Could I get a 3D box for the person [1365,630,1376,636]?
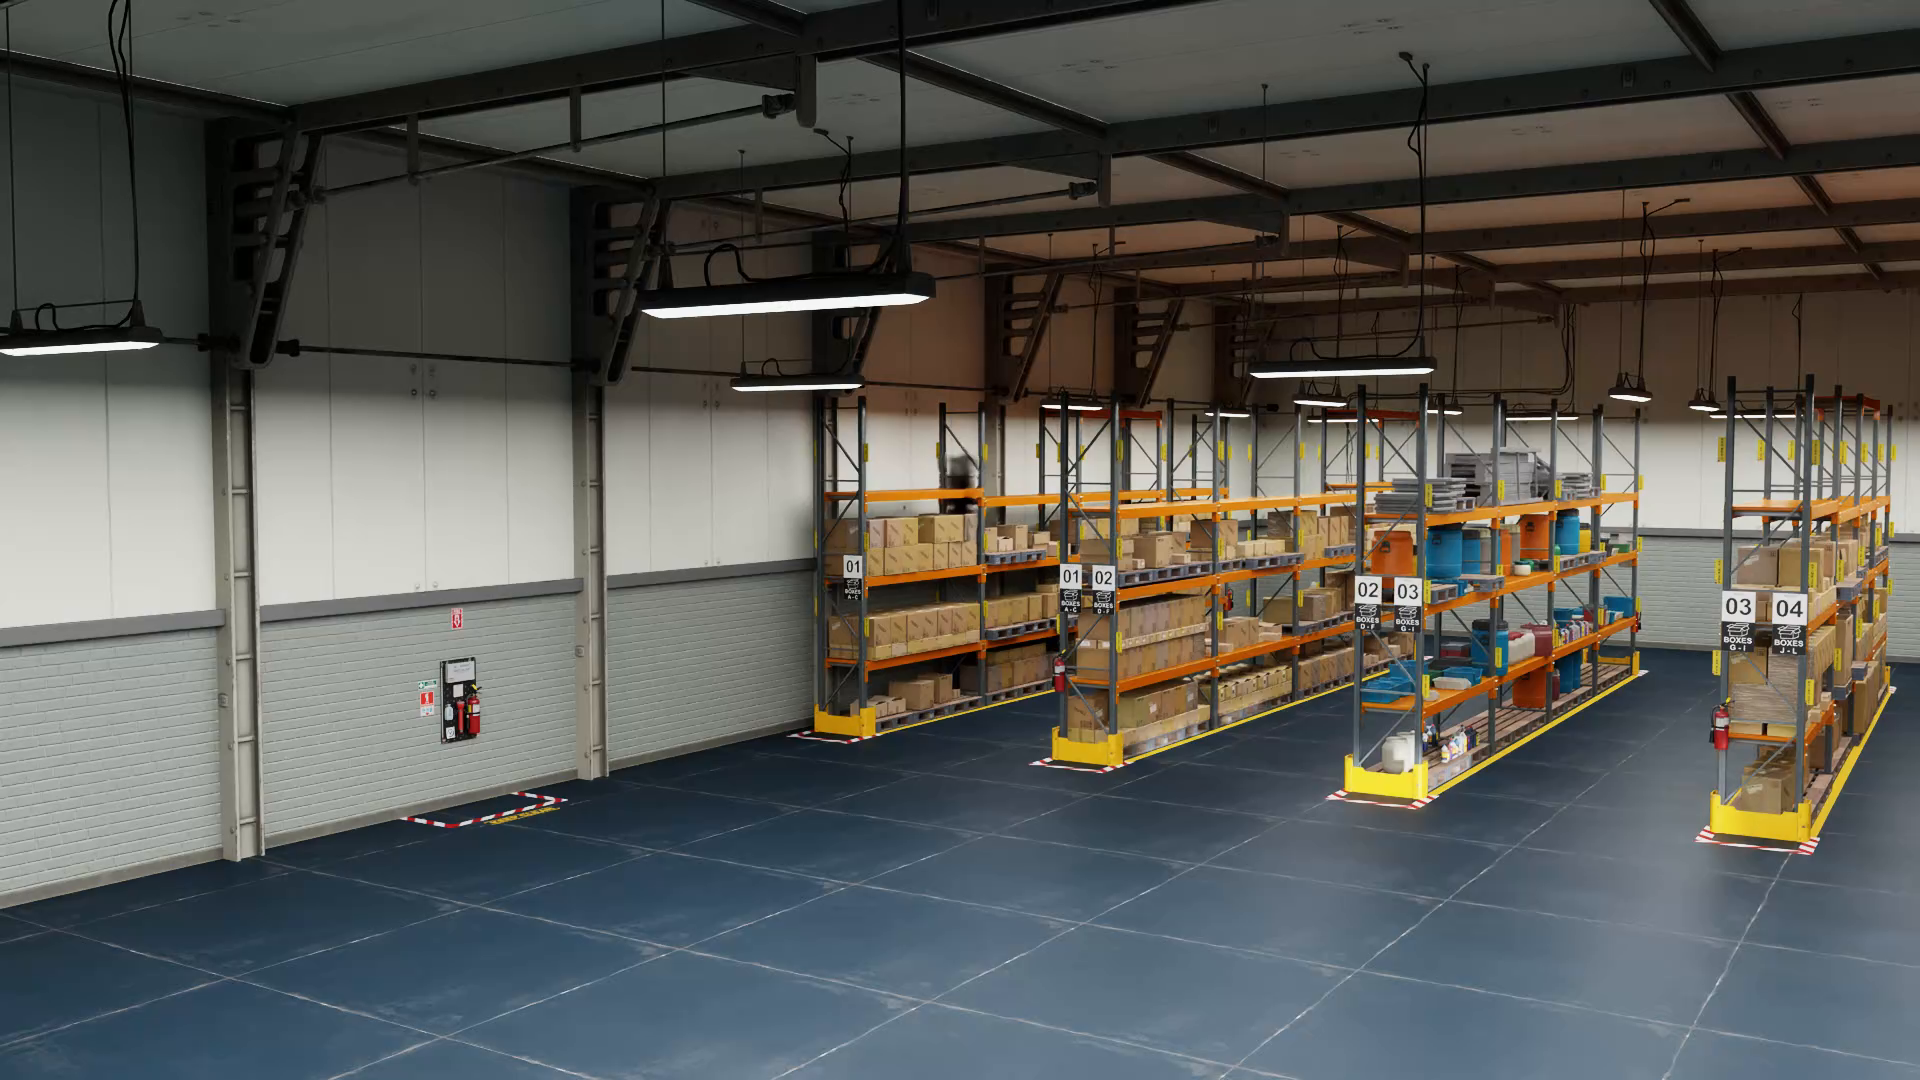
[{"bbox_3d":[10.239,1.964,41.677,0.836,1.679,0.712,2,3,28],"label":"person"}]
